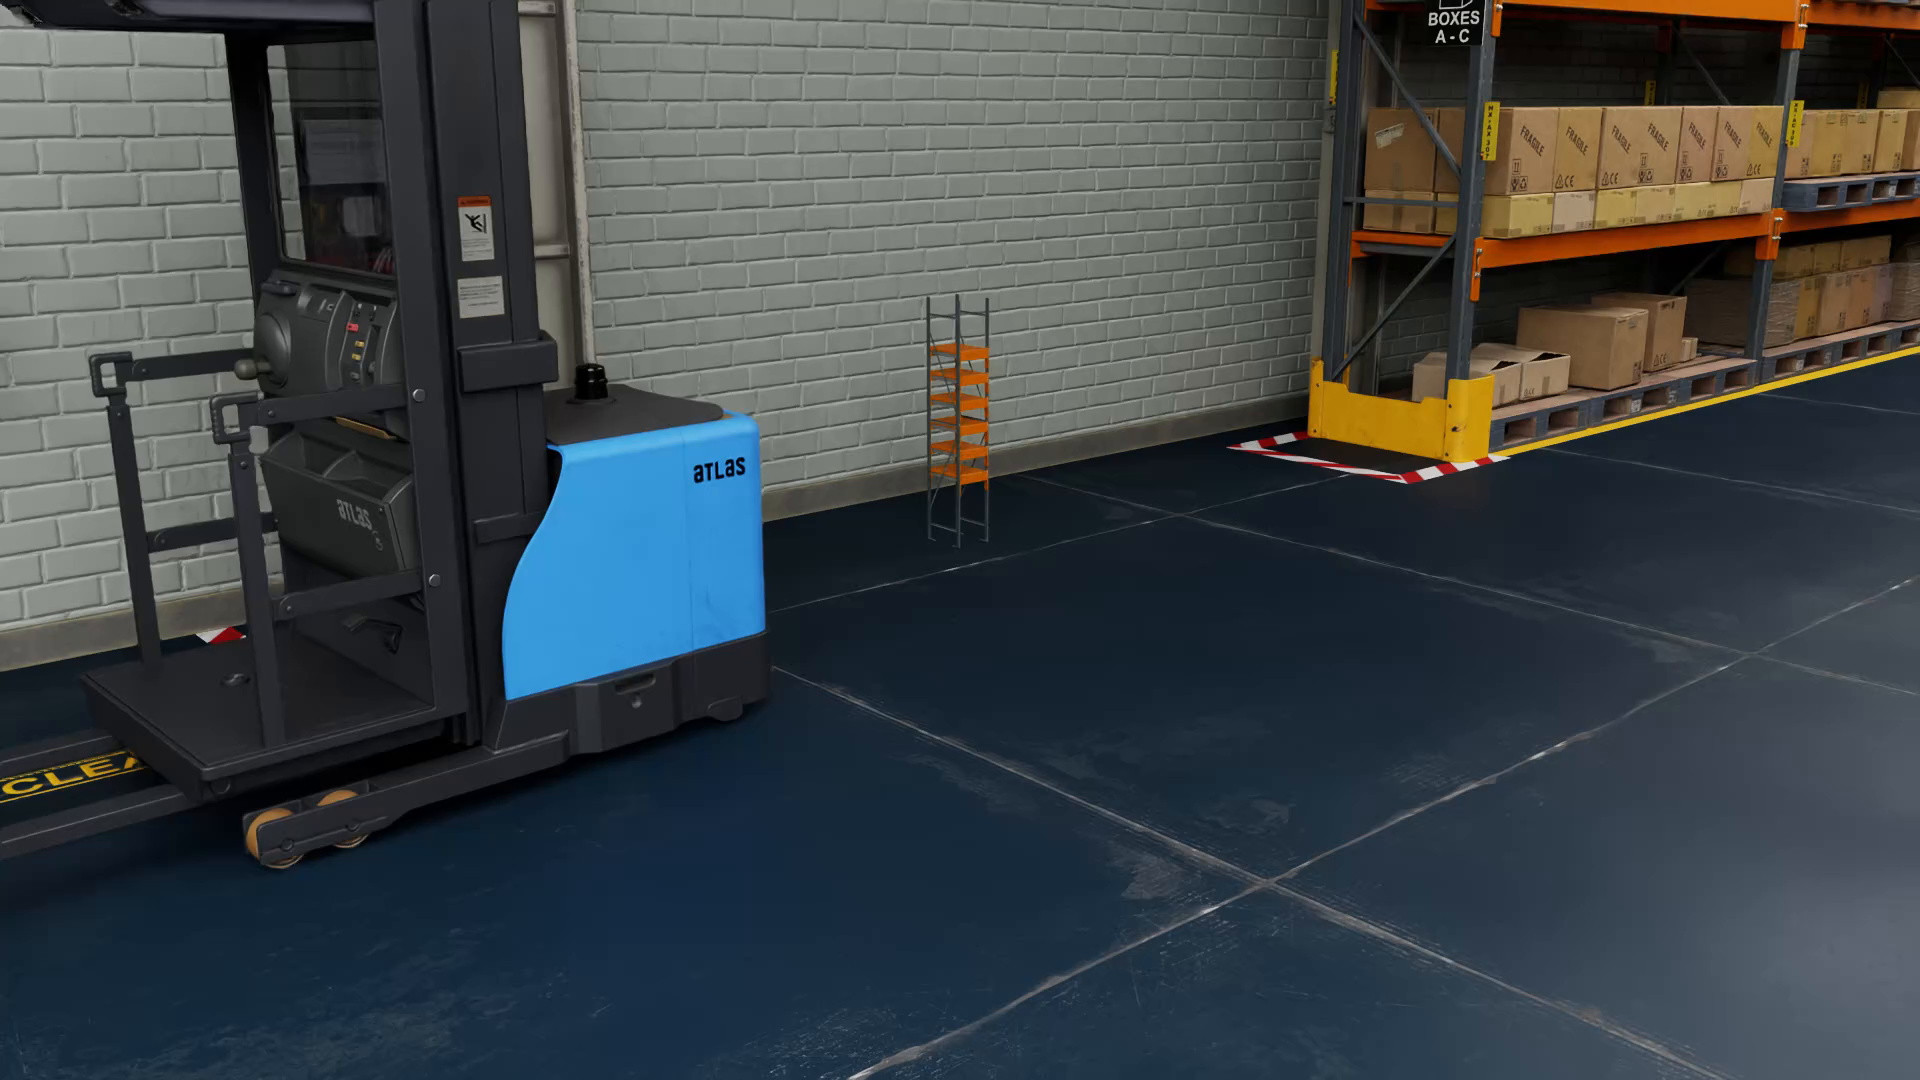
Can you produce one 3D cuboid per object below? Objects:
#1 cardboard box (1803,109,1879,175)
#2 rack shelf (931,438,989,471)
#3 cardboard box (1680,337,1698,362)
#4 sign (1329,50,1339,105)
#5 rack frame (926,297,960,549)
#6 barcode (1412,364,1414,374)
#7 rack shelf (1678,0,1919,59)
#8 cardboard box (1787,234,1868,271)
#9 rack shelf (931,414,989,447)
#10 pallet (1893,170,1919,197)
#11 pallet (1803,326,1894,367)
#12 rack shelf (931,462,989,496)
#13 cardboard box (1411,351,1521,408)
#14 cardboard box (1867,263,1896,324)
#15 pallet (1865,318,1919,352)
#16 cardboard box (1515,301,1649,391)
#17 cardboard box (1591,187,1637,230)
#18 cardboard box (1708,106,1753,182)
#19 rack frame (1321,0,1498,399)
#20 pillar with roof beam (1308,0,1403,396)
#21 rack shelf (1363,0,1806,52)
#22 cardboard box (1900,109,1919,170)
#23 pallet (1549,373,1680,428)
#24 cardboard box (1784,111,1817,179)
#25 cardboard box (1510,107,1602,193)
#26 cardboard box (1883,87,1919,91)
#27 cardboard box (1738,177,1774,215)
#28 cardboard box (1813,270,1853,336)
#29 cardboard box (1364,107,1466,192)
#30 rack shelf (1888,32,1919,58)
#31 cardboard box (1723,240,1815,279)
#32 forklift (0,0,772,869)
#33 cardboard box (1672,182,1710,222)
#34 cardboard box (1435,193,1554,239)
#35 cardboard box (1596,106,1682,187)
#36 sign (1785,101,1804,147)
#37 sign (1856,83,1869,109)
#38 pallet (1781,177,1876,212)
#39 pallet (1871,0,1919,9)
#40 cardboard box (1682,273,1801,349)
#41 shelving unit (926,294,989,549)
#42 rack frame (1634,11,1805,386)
[{"bbox_3d":[7.011,-3.263,13.608,0.500,0.500,0.700,-10,18,-32],"label":"cardboard box"},{"bbox_3d":[-0.011,-0.418,8.128,0.180,0.103,0.258,-13,19,-39],"label":"rack shelf"},{"bbox_3d":[5.318,-1.459,12.538,0.380,0.166,0.250,13,20,40],"label":"cardboard box"},{"bbox_3d":[2.335,-2.858,10.281,0.005,0.325,0.100,-13,19,-39],"label":"sign"},{"bbox_3d":[-0.080,-0.562,8.028,0.006,1.200,0.240,-13,19,-39],"label":"rack frame"},{"bbox_3d":[3.016,-1.133,11.019,0.075,0.075,0.001,-13,19,-39],"label":"barcode"},{"bbox_3d":[7.210,-4.152,13.565,4.000,0.370,1.077,-13,19,-39],"label":"rack shelf"},{"bbox_3d":[7.354,-2.452,14.156,0.500,0.250,0.500,-13,20,-40],"label":"cardboard box"},{"bbox_3d":[-0.011,-0.534,8.097,0.180,0.103,0.258,-13,19,-39],"label":"rack shelf"},{"bbox_3d":[8.252,-3.155,14.622,1.003,0.211,1.213,-13,19,-39],"label":"pallet"},{"bbox_3d":[7.209,-1.705,14.223,1.213,0.211,1.003,-13,19,-39],"label":"pallet"},{"bbox_3d":[-0.011,-0.302,8.159,0.180,0.103,0.258,-13,19,-39],"label":"rack shelf"},{"bbox_3d":[3.265,-1.048,10.717,0.500,0.311,0.500,13,20,41],"label":"cardboard box"},{"bbox_3d":[7.745,-2.198,14.657,0.500,0.500,0.700,-13,20,-39],"label":"cardboard box"},{"bbox_3d":[8.129,-1.910,14.993,1.213,0.211,1.003,-13,19,-39],"label":"pallet"},{"bbox_3d":[4.282,-1.350,11.483,0.500,0.500,0.700,-14,21,-43],"label":"cardboard box"},{"bbox_3d":[4.031,-2.168,10.807,0.500,0.250,0.500,-13,20,-40],"label":"cardboard box"},{"bbox_3d":[5.175,-2.786,11.665,0.500,0.500,0.500,-13,20,-40],"label":"cardboard box"},{"bbox_3d":[2.684,-2.034,10.054,0.127,3.000,1.000,-13,19,-39],"label":"rack frame"},{"bbox_3d":[5.470,-4.382,7.216,0.400,9.000,9.100,-13,19,-39],"label":"pillar with roof beam"},{"bbox_3d":[4.193,-3.475,11.028,4.000,0.370,1.077,-13,19,-39],"label":"rack shelf"},{"bbox_3d":[7.967,-3.469,14.378,0.700,0.500,0.500,14,20,42],"label":"cardboard box"},{"bbox_3d":[4.297,-1.036,11.721,1.213,0.211,1.003,-13,19,-39],"label":"pallet"},{"bbox_3d":[6.108,-3.052,12.819,0.500,0.500,0.700,-13,19,-39],"label":"cardboard box"},{"bbox_3d":[3.621,-2.438,10.364,0.500,0.500,0.500,-13,19,-39],"label":"cardboard box"},{"bbox_3d":[8.891,-4.081,15.453,0.500,0.250,0.500,-12,19,-38],"label":"cardboard box"},{"bbox_3d":[5.543,-2.510,12.086,0.500,0.250,0.500,-13,19,-39],"label":"cardboard box"},{"bbox_3d":[7.014,-2.021,13.994,0.500,0.500,0.700,-12,19,-39],"label":"cardboard box"},{"bbox_3d":[2.900,-2.455,10.428,0.500,0.500,0.500,-13,20,-40],"label":"cardboard box"},{"bbox_3d":[10.228,-4.830,16.101,4.000,0.370,1.077,-13,19,-39],"label":"rack shelf"},{"bbox_3d":[6.576,-2.282,13.520,0.500,0.250,0.500,-13,20,-41],"label":"cardboard box"},{"bbox_3d":[-2.086,-0.630,4.930,3.031,2.935,1.130,-14,20,-42],"label":"forklift"},{"bbox_3d":[4.793,-2.339,11.446,0.500,0.250,0.500,-13,20,-40],"label":"cardboard box"},{"bbox_3d":[3.261,-1.992,10.149,0.500,0.250,0.500,-13,20,-41],"label":"cardboard box"},{"bbox_3d":[4.397,-2.614,11.023,0.500,0.500,0.500,-12,19,-38],"label":"cardboard box"},{"bbox_3d":[6.064,-3.026,12.088,0.005,0.325,0.100,-13,19,-39],"label":"sign"},{"bbox_3d":[8.352,-4.056,15.380,0.005,0.325,0.100,-13,19,-39],"label":"sign"},{"bbox_3d":[6.374,-2.720,12.994,1.213,0.211,1.003,-13,19,-39],"label":"pallet"},{"bbox_3d":[7.018,-4.331,13.202,1.003,0.211,1.213,-13,19,-39],"label":"pallet"},{"bbox_3d":[6.246,-1.845,13.335,0.500,0.500,0.700,-12,19,-38],"label":"cardboard box"},{"bbox_3d":[-0.011,-0.577,8.086,0.189,1.200,0.258,-13,19,-39],"label":"shelving unit"},{"bbox_3d":[5.702,-2.712,12.591,0.127,3.000,1.000,-13,19,-39],"label":"rack frame"}]
